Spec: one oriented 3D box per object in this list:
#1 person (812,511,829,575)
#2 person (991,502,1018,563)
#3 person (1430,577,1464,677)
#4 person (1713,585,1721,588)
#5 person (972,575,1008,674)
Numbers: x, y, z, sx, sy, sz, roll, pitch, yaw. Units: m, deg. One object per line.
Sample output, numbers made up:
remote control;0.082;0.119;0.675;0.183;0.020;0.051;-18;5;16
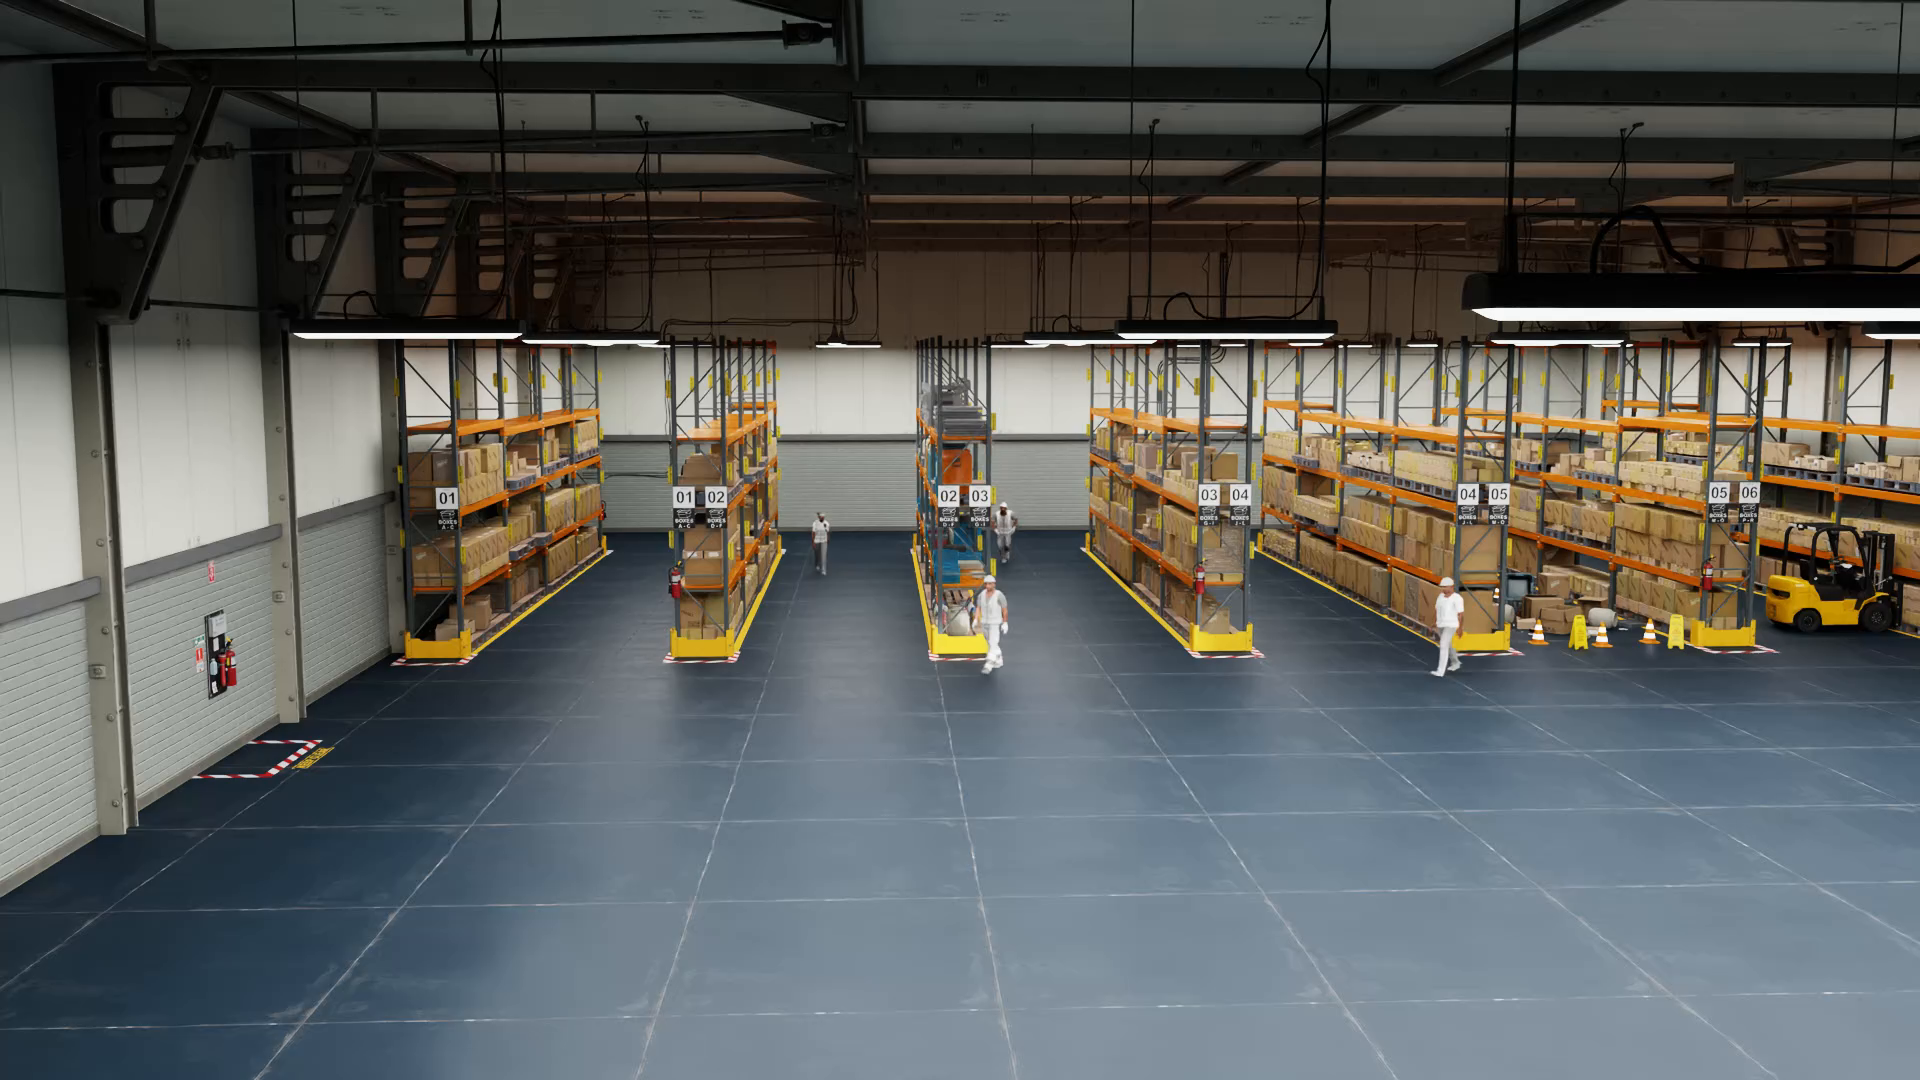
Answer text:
person;-3.582;0.048;42.723;0.444;1.614;1.045;0;7;-4
person;1.195;-0.201;44.877;0.715;1.676;0.684;1;7;5
person;8.606;1.528;29.454;0.901;1.748;0.570;-3;7;-23
person;16.302;0.763;36.069;0.579;1.755;0.565;0;7;-4
person;0.512;1.485;29.527;0.549;1.723;1.064;5;8;36
